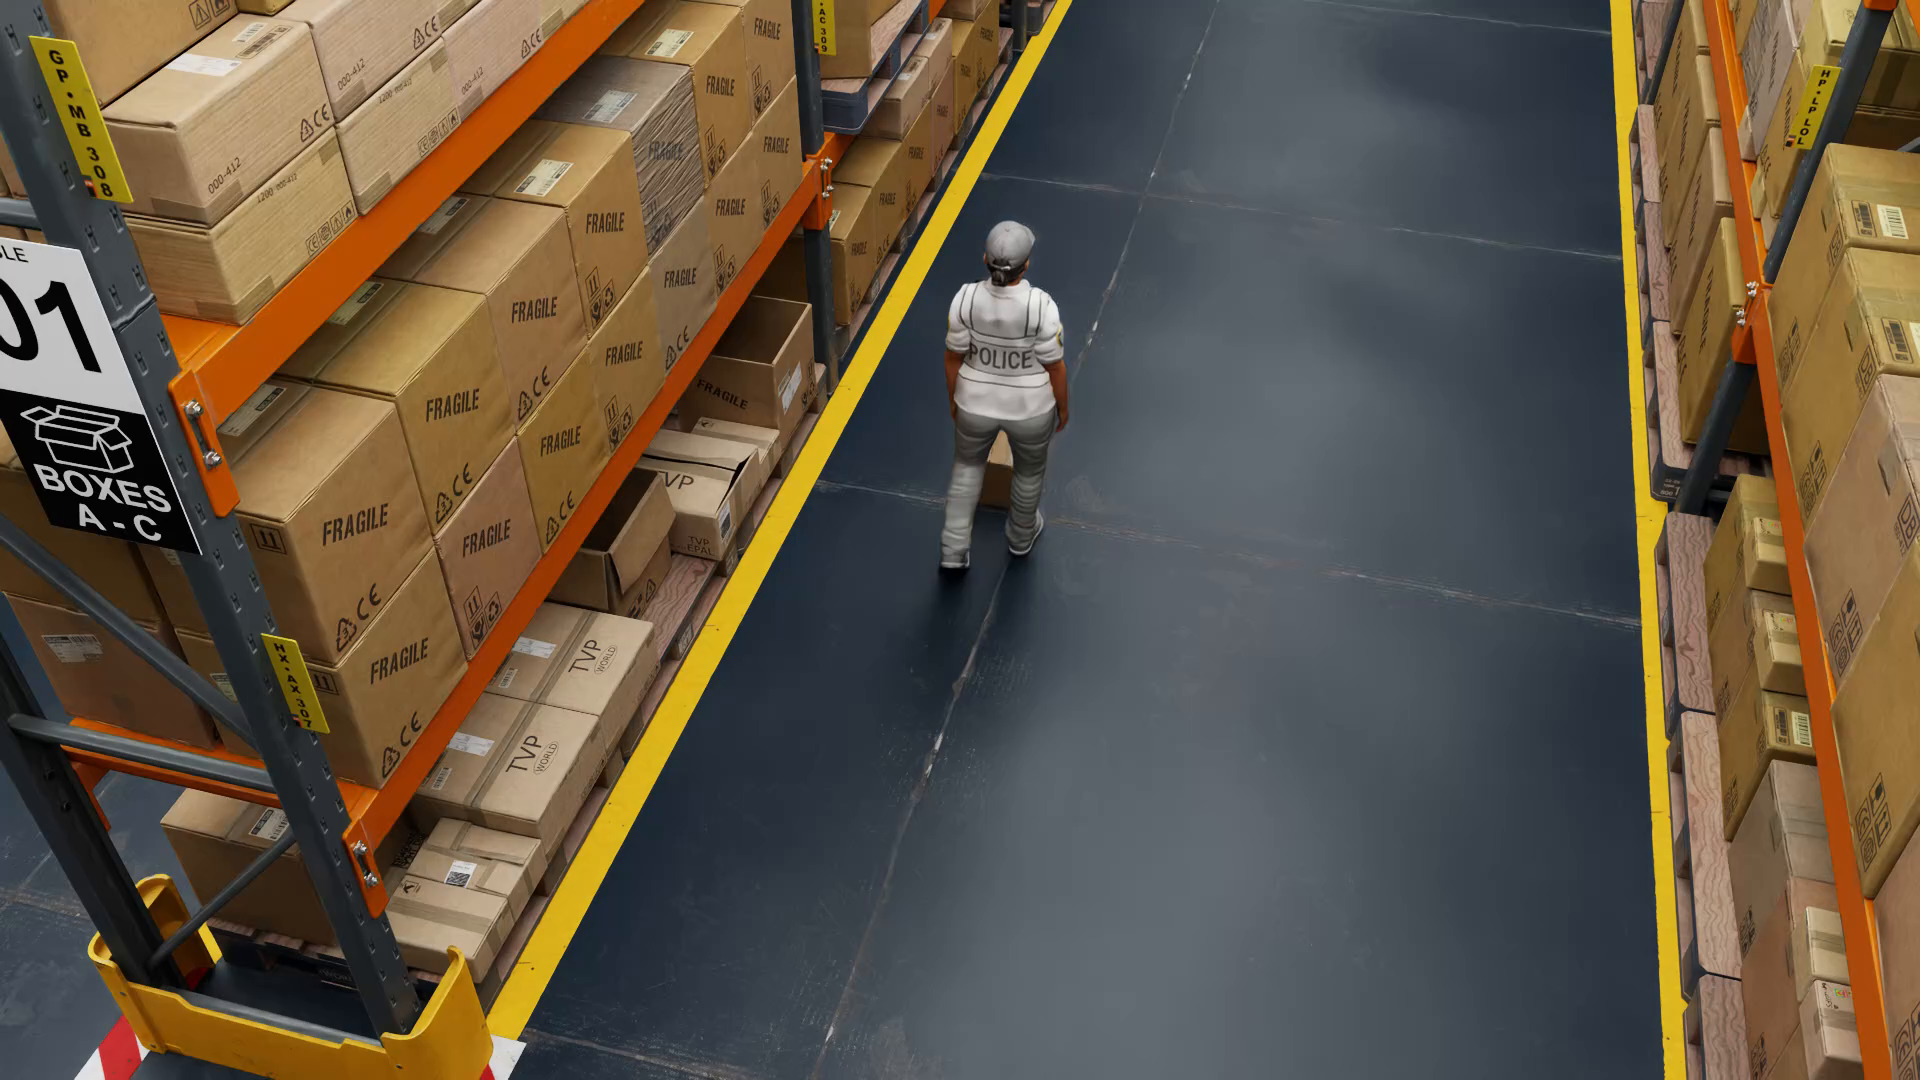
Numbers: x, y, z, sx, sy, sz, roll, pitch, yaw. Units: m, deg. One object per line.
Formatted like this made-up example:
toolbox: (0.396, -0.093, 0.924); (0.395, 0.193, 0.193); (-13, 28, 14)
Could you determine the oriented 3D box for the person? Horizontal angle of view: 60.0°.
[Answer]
person: (0.193, -0.558, 6.794); (0.505, 1.674, 0.578); (10, 42, 11)
